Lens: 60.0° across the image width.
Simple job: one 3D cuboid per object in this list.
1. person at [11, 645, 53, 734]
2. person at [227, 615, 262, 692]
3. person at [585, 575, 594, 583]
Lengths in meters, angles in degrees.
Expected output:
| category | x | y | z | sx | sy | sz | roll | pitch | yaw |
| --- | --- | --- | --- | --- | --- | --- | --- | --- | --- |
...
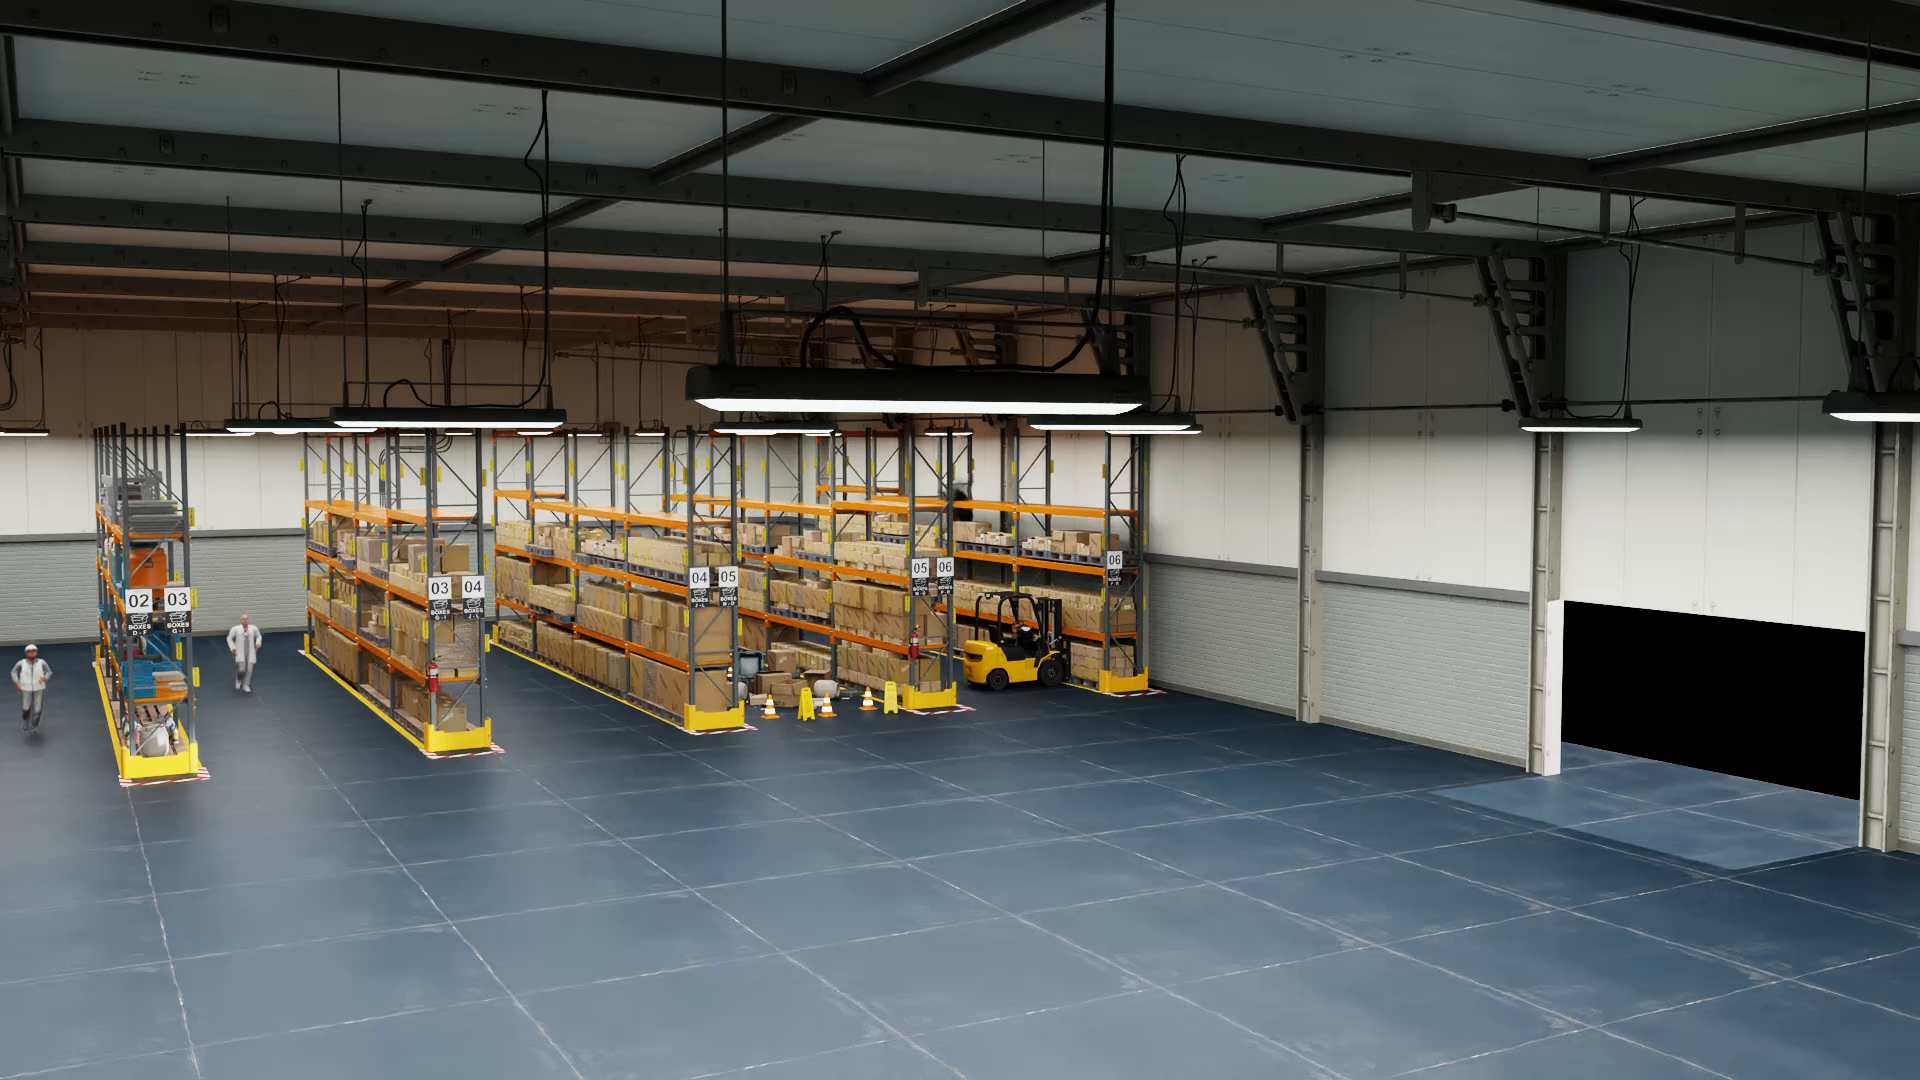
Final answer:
| category | x | y | z | sx | sy | sz | roll | pitch | yaw |
| --- | --- | --- | --- | --- | --- | --- | --- | --- | --- |
| person | -17.970 | 2.899 | 32.220 | 0.703 | 1.743 | 0.542 | -2 | 4 | -31 |
| person | -16.236 | 2.566 | 37.804 | 0.726 | 1.747 | 0.633 | -3 | 4 | -36 |
| person | -11.051 | 1.883 | 49.481 | 0.652 | 1.688 | 0.548 | -2 | 4 | -30 |
